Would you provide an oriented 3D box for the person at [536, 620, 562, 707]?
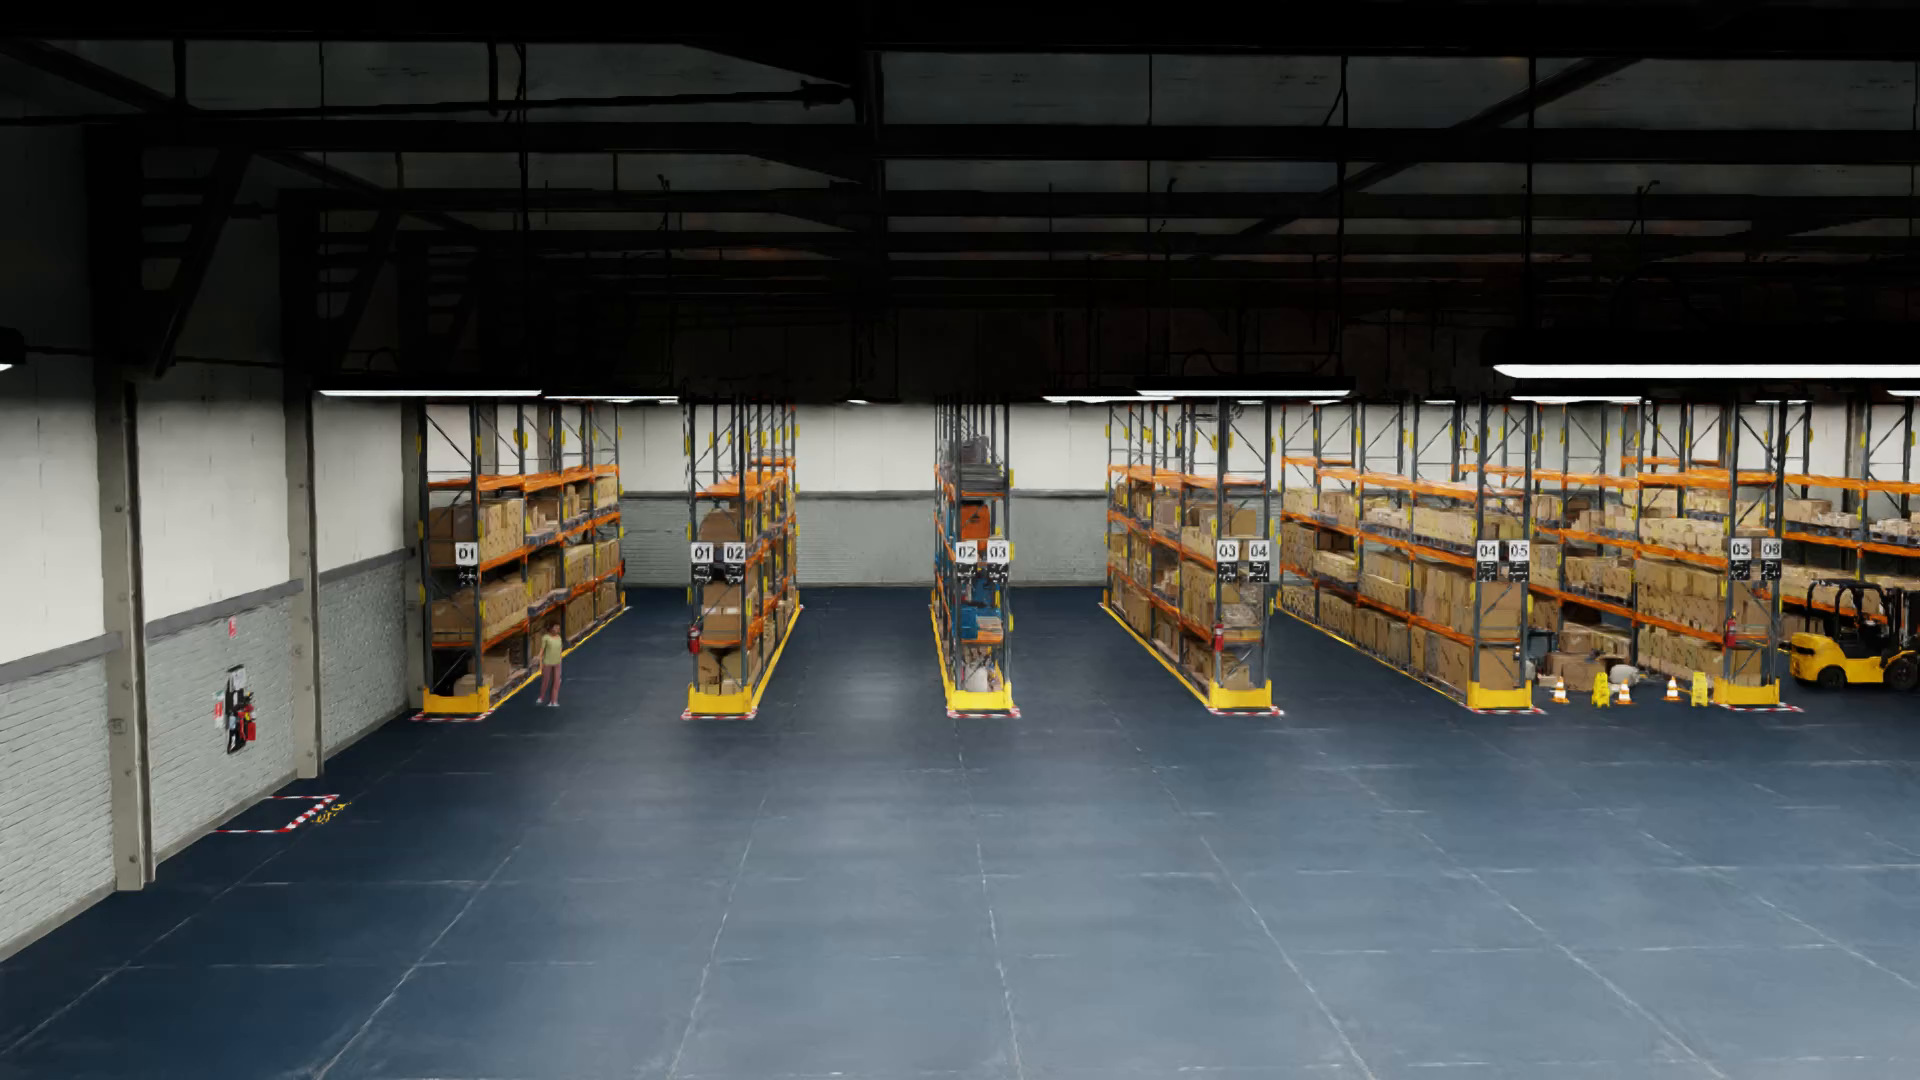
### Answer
[{"bbox_3d":[-7.851,2.354,31.783,0.502,1.659,0.536,-4,6,-38],"label":"person"}]
